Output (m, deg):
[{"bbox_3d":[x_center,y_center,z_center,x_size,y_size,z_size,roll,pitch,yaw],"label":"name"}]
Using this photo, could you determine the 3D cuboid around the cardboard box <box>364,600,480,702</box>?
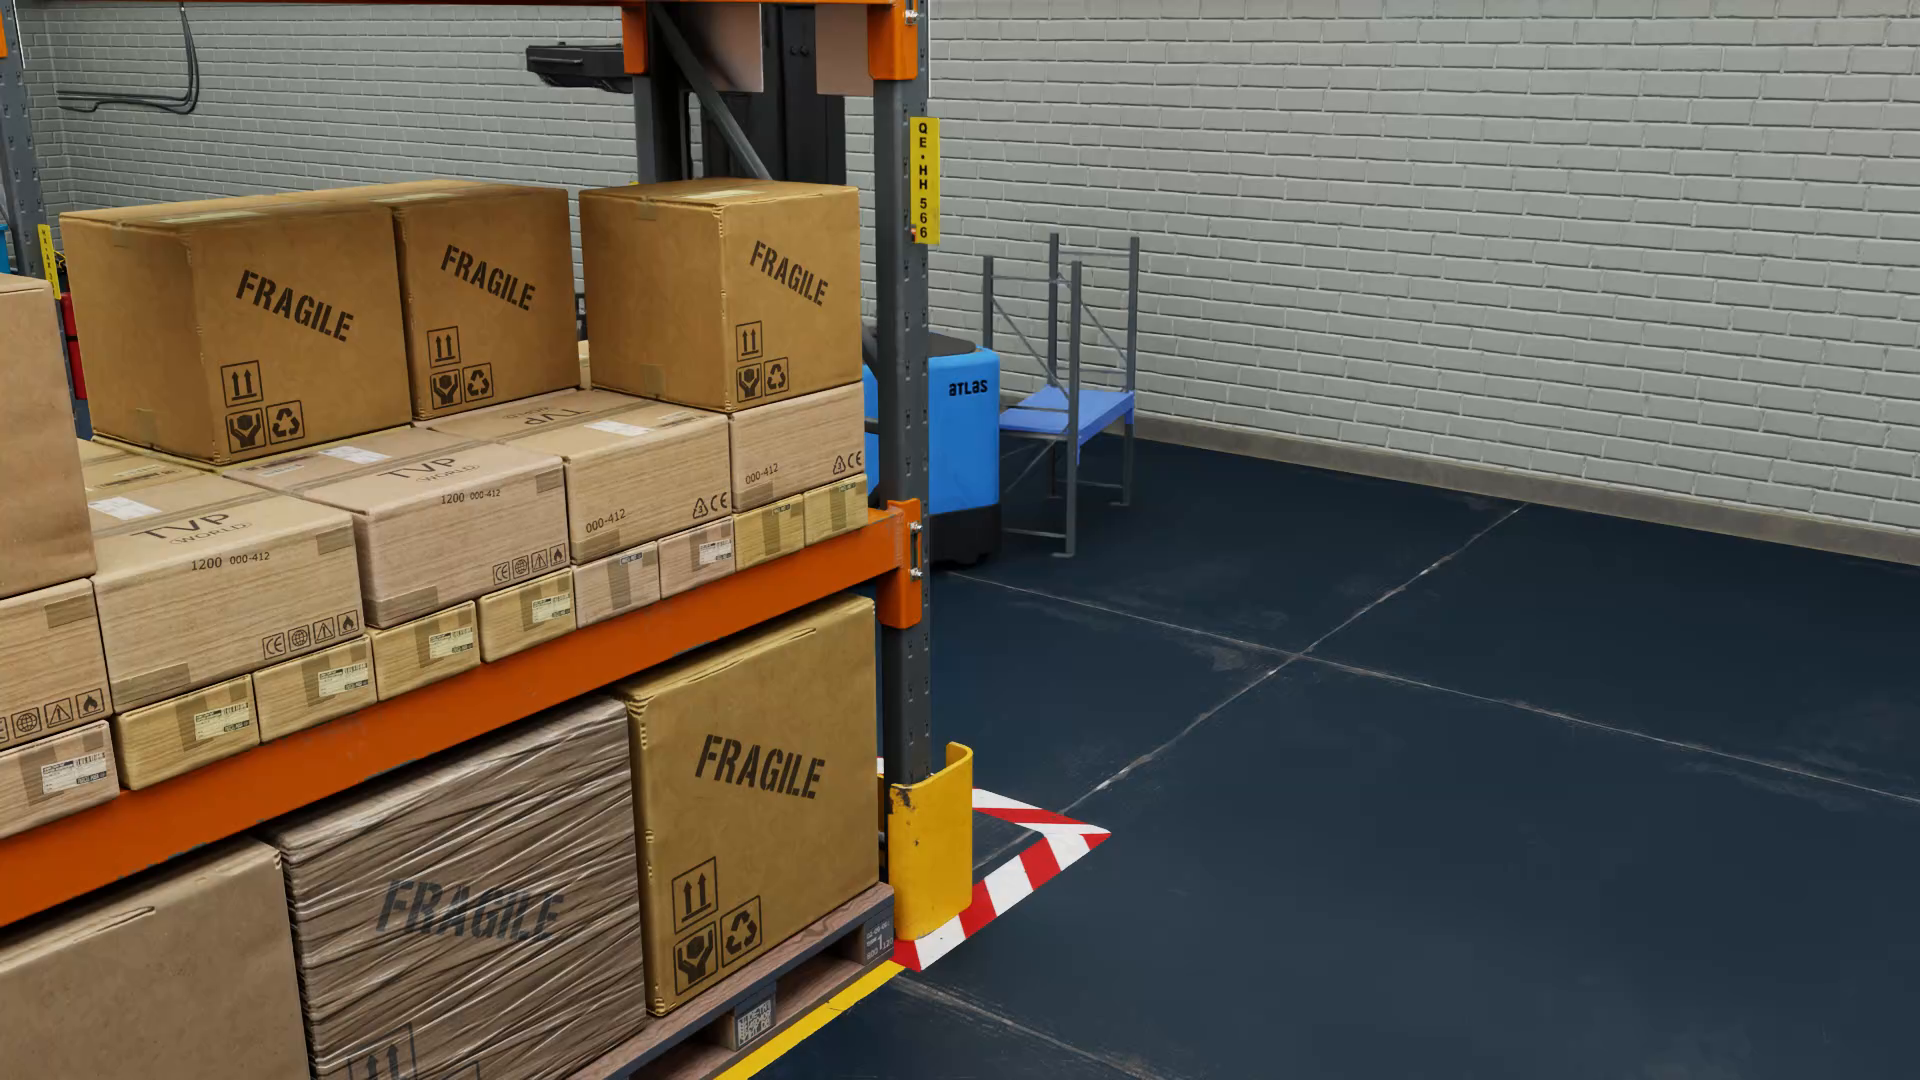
[{"bbox_3d":[-1.231,0.192,3.491,0.380,0.149,0.250,13,21,35],"label":"cardboard box"}]

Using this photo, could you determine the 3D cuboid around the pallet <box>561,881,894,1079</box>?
[{"bbox_3d":[-0.936,1.160,4.654,1.003,0.211,1.213,12,21,35],"label":"pallet"}]

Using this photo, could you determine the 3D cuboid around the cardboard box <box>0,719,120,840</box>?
[{"bbox_3d":[-1.690,0.376,2.899,0.380,0.149,0.250,13,21,35],"label":"cardboard box"}]

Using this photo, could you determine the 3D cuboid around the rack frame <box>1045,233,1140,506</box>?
[{"bbox_3d":[0.727,-0.937,9.232,0.500,1.500,0.032,7,18,21],"label":"rack frame"}]

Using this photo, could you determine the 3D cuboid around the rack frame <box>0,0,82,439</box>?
[{"bbox_3d":[-4.500,-1.252,7.716,1.000,3.000,0.127,12,21,35],"label":"rack frame"}]

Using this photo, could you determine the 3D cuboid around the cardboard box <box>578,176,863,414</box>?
[{"bbox_3d":[-0.601,-0.642,4.242,0.500,0.500,0.500,13,21,35],"label":"cardboard box"}]

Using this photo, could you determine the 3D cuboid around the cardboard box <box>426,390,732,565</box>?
[{"bbox_3d":[-0.901,-0.164,3.965,0.500,0.250,0.500,12,21,34],"label":"cardboard box"}]

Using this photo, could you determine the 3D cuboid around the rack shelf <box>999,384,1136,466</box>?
[{"bbox_3d":[0.539,-0.625,8.834,0.538,0.185,1.000,7,18,21],"label":"rack shelf"}]

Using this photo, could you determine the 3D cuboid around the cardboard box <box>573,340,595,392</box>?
[{"bbox_3d":[-1.025,-0.380,4.662,0.500,0.250,0.500,12,21,33],"label":"cardboard box"}]

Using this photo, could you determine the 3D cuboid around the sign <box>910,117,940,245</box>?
[{"bbox_3d":[-0.095,-0.943,4.372,0.100,0.325,0.005,12,21,35],"label":"sign"}]

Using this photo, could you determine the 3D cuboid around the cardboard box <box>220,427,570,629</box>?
[{"bbox_3d":[-1.203,-0.043,3.574,0.500,0.250,0.500,12,21,33],"label":"cardboard box"}]

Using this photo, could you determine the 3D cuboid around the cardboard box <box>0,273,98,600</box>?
[{"bbox_3d":[-1.809,-0.162,2.694,0.500,0.500,0.500,12,21,33],"label":"cardboard box"}]

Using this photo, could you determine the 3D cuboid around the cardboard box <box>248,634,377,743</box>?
[{"bbox_3d":[-1.381,0.251,3.302,0.380,0.149,0.250,13,21,36],"label":"cardboard box"}]

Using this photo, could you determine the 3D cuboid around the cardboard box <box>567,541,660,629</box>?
[{"bbox_3d":[-0.924,0.068,3.891,0.380,0.149,0.250,13,21,36],"label":"cardboard box"}]

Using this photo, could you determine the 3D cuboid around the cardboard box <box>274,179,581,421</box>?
[{"bbox_3d":[-1.323,-0.619,4.167,0.500,0.500,0.500,12,21,33],"label":"cardboard box"}]

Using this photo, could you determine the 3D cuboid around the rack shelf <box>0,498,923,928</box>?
[{"bbox_3d":[-1.714,0.444,3.471,1.077,0.370,4.000,12,21,35],"label":"rack shelf"}]

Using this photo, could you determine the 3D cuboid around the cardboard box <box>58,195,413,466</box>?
[{"bbox_3d":[-1.627,-0.495,3.766,0.500,0.500,0.500,12,21,33],"label":"cardboard box"}]

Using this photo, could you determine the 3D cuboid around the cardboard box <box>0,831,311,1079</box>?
[{"bbox_3d":[-1.912,1.033,3.234,0.875,0.875,0.875,12,21,35],"label":"cardboard box"}]

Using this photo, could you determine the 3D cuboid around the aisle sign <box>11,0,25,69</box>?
[{"bbox_3d":[-4.222,-2.458,7.219,0.394,0.787,0.004,12,21,35],"label":"aisle sign"}]

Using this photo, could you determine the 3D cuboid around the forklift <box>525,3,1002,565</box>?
[{"bbox_3d":[-1.328,-1.199,7.663,3.031,2.935,1.130,-10,20,-28],"label":"forklift"}]

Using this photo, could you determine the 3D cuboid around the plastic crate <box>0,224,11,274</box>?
[{"bbox_3d":[-4.549,-1.184,7.339,0.616,0.435,0.499,12,21,35],"label":"plastic crate"}]

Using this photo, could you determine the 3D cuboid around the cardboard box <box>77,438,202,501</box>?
[{"bbox_3d":[-1.938,-0.011,3.473,0.500,0.250,0.500,12,21,34],"label":"cardboard box"}]

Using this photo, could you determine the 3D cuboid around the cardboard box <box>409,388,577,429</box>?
[{"bbox_3d":[-1.329,-0.255,4.259,0.500,0.250,0.500,12,21,34],"label":"cardboard box"}]

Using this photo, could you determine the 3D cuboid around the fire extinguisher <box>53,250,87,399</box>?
[{"bbox_3d":[-4.045,-0.992,7.640,0.296,0.674,0.183,12,21,35],"label":"fire extinguisher"}]

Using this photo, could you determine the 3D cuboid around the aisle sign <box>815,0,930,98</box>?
[{"bbox_3d":[-0.238,-1.582,4.397,0.394,0.787,0.004,12,21,35],"label":"aisle sign"}]

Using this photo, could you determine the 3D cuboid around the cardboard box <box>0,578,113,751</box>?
[{"bbox_3d":[-1.811,0.198,2.799,0.500,0.250,0.500,13,22,36],"label":"cardboard box"}]

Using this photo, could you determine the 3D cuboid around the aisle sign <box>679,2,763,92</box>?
[{"bbox_3d":[-0.720,-1.688,4.738,0.394,0.787,0.004,12,21,35],"label":"aisle sign"}]

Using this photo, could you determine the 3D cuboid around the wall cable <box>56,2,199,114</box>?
[{"bbox_3d":[-8.799,-5.668,17.059,3.097,2.526,0.112,12,21,35],"label":"wall cable"}]

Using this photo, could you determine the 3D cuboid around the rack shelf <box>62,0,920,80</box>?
[{"bbox_3d":[-1.714,-0.989,3.026,1.077,0.370,4.000,12,21,35],"label":"rack shelf"}]

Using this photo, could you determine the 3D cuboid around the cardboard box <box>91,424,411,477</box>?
[{"bbox_3d":[-1.632,-0.136,3.876,0.500,0.250,0.500,12,21,33],"label":"cardboard box"}]

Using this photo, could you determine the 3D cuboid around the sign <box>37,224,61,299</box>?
[{"bbox_3d":[-4.048,-1.236,7.392,0.100,0.325,0.005,12,21,35],"label":"sign"}]

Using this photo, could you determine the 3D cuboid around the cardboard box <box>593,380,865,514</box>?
[{"bbox_3d":[-0.598,-0.284,4.353,0.500,0.250,0.500,12,21,34],"label":"cardboard box"}]

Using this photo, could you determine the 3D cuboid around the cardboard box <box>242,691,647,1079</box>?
[{"bbox_3d":[-1.381,0.821,3.916,0.875,0.875,0.875,12,21,35],"label":"cardboard box"}]

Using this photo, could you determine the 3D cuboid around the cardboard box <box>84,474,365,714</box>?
[{"bbox_3d":[-1.511,0.082,3.172,0.500,0.250,0.500,12,21,35],"label":"cardboard box"}]

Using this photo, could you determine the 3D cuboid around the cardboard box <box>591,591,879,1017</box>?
[{"bbox_3d":[-0.839,0.604,4.614,0.875,0.875,0.875,12,21,35],"label":"cardboard box"}]

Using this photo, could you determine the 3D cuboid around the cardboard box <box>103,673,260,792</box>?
[{"bbox_3d":[-1.535,0.313,3.101,0.380,0.149,0.250,12,21,33],"label":"cardboard box"}]

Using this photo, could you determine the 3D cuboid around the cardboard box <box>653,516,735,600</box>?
[{"bbox_3d":[-0.775,0.009,4.081,0.380,0.149,0.250,12,21,35],"label":"cardboard box"}]

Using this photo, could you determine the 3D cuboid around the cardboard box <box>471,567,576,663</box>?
[{"bbox_3d":[-1.077,0.130,3.691,0.380,0.149,0.250,12,21,33],"label":"cardboard box"}]

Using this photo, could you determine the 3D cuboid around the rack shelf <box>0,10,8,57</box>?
[{"bbox_3d":[-5.692,-1.864,5.844,1.077,0.370,4.000,12,21,35],"label":"rack shelf"}]

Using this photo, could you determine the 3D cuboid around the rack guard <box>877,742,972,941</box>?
[{"bbox_3d":[-0.508,0.812,5.287,1.175,0.500,0.348,12,21,35],"label":"rack guard"}]

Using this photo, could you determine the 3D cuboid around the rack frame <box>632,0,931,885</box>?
[{"bbox_3d":[-0.522,-0.376,4.898,1.000,3.000,0.127,12,21,35],"label":"rack frame"}]

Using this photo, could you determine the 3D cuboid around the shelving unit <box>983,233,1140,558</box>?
[{"bbox_3d":[0.539,-0.797,8.781,0.538,1.500,1.048,7,18,21],"label":"shelving unit"}]

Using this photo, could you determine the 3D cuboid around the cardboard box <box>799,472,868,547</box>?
[{"bbox_3d":[-0.470,-0.113,4.475,0.380,0.149,0.250,13,21,36],"label":"cardboard box"}]

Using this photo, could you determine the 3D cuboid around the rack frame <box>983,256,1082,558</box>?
[{"bbox_3d":[0.351,-0.657,8.330,0.500,1.500,0.032,7,18,21],"label":"rack frame"}]

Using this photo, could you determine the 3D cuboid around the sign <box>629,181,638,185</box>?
[{"bbox_3d":[-0.964,-0.927,5.078,0.100,0.325,0.005,12,21,35],"label":"sign"}]

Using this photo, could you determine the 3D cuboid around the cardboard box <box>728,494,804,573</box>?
[{"bbox_3d":[-0.623,-0.051,4.274,0.380,0.149,0.250,13,21,35],"label":"cardboard box"}]
